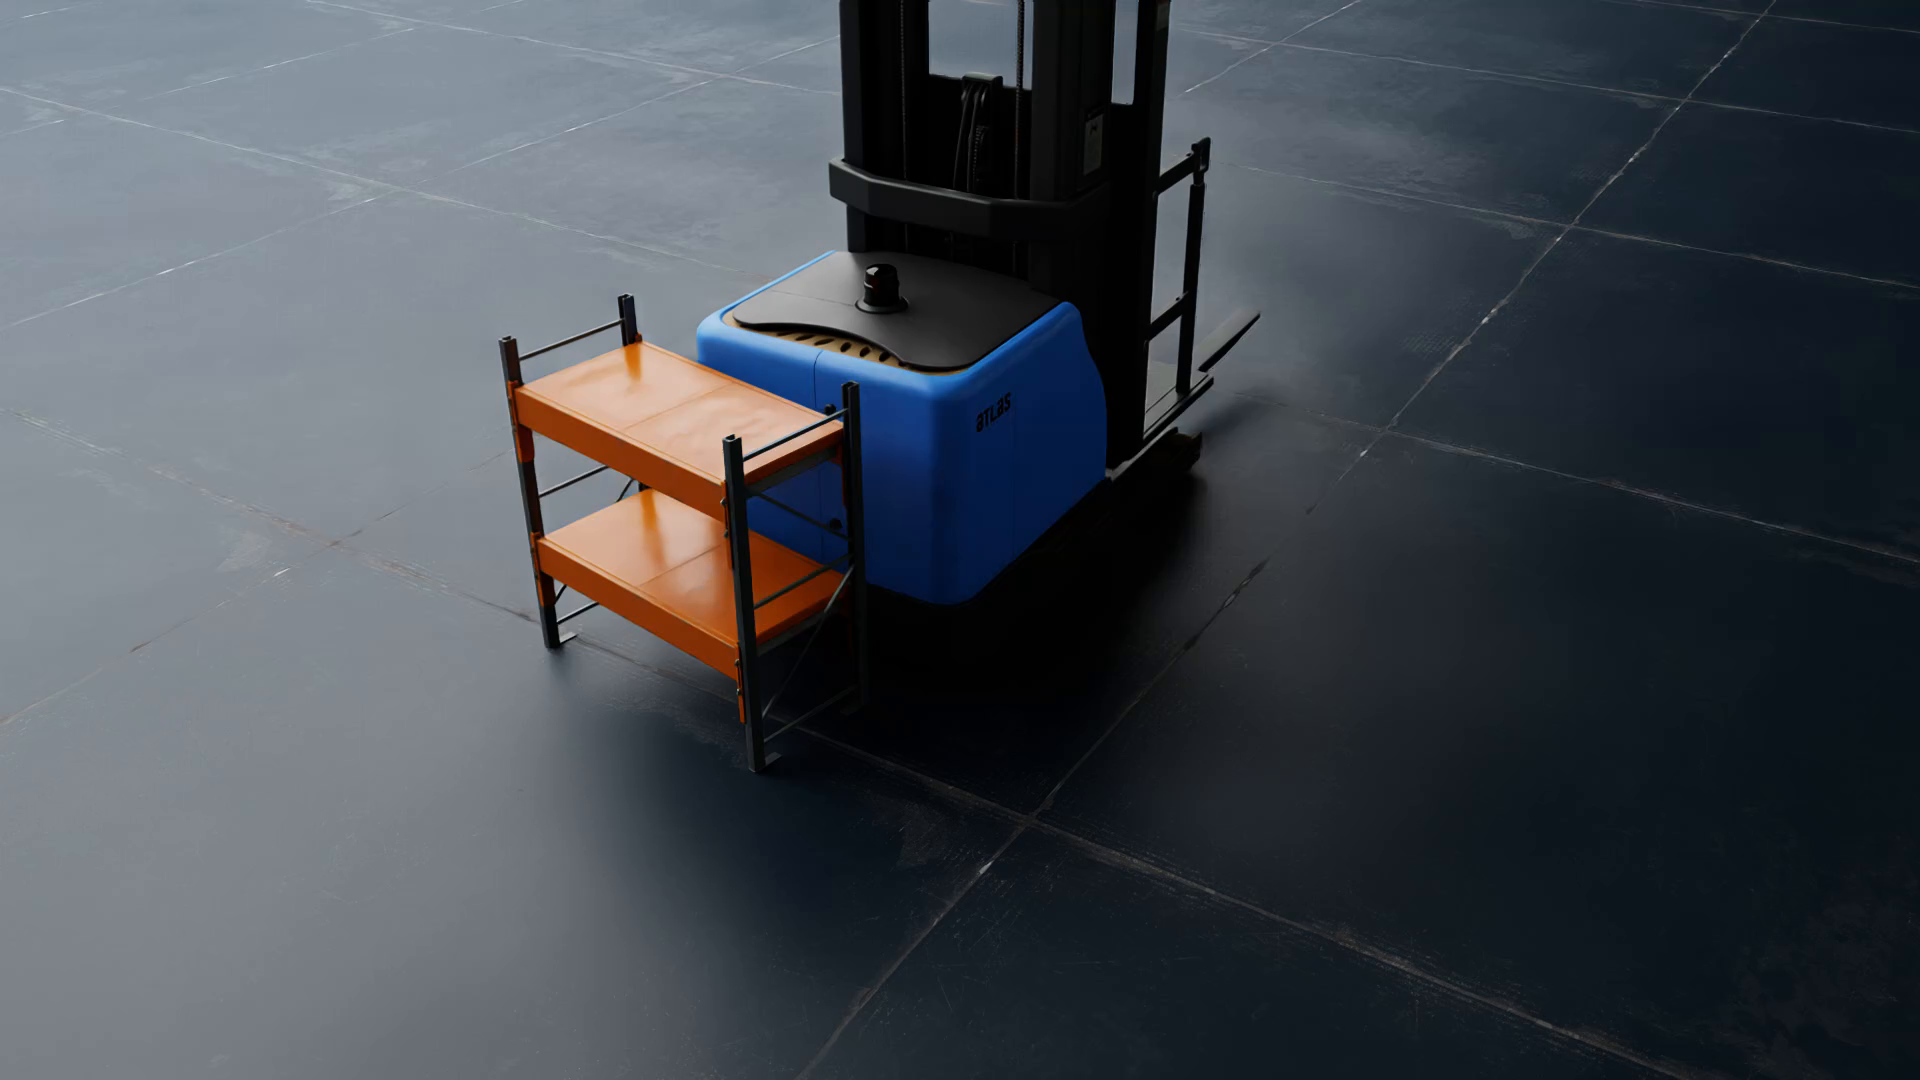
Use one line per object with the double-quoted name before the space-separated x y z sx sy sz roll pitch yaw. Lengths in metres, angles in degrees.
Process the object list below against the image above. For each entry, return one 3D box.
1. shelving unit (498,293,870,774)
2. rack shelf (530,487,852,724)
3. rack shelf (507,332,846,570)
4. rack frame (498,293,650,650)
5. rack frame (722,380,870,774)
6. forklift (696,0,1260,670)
"shelving unit" -0.848 -0.046 5.212 1.048 1.125 0.538 24 38 35
"rack shelf" -0.848 0.166 5.335 1.000 0.278 0.538 24 38 35
"rack shelf" -0.848 -0.298 5.064 1.000 0.278 0.538 24 38 35
"rack frame" -1.230 -0.215 5.502 0.032 1.125 0.500 24 38 35
"rack frame" -0.466 0.123 4.922 0.032 1.125 0.500 24 38 35
"forklift" 0.316 -1.553 6.003 1.130 2.935 3.031 17 34 26
